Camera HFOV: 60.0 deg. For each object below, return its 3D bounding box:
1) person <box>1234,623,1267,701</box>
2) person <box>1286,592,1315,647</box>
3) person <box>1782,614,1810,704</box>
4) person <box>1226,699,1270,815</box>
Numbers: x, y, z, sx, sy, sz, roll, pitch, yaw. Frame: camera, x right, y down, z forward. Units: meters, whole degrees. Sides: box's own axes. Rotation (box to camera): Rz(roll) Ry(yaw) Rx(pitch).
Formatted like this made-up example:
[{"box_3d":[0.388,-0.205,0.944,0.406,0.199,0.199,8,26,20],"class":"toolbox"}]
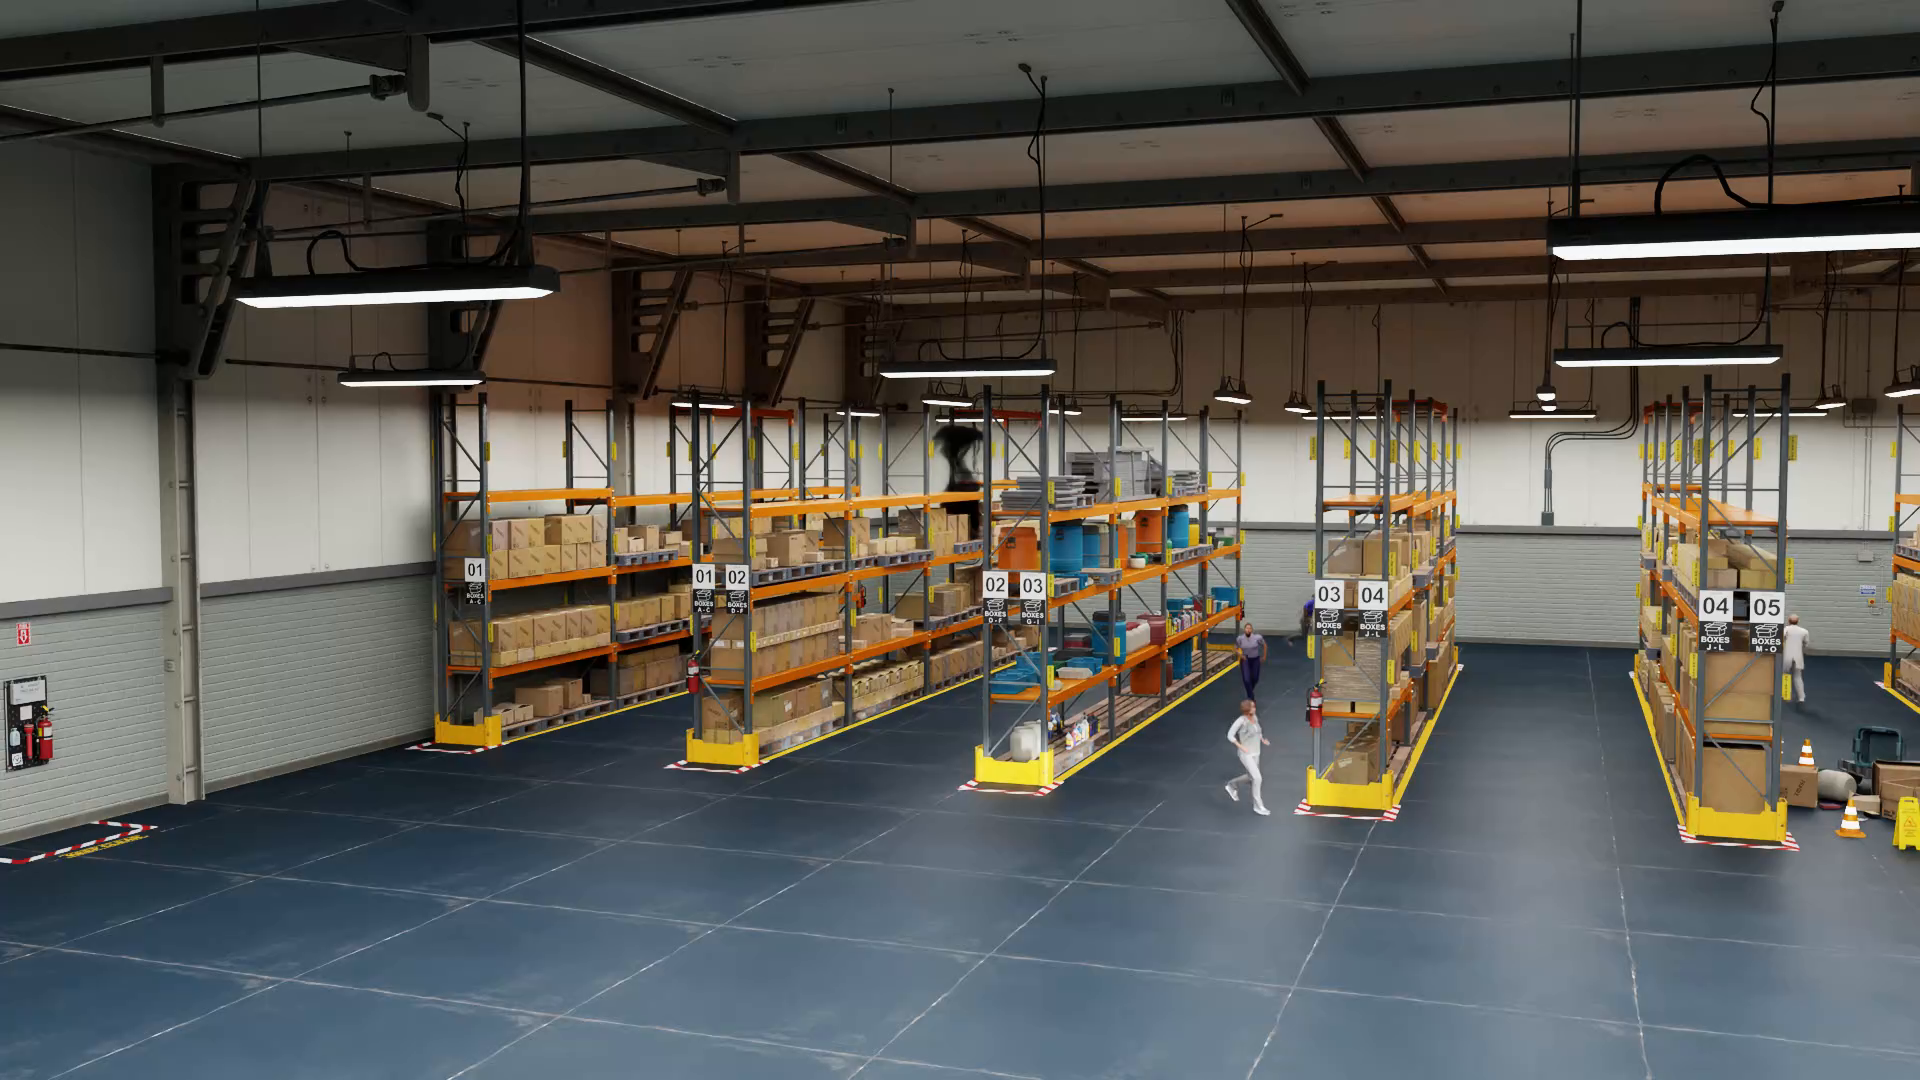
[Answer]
[{"box_3d":[5.801,2.458,33.236,0.642,1.607,0.655,0,3,9],"class":"person"},{"box_3d":[8.553,2.039,41.305,0.907,1.615,0.586,2,3,29],"class":"person"},{"box_3d":[16.417,2.365,32.868,0.724,1.794,0.953,1,3,14],"class":"person"},{"box_3d":[3.938,2.996,23.075,0.752,1.588,0.549,3,4,42],"class":"person"}]
